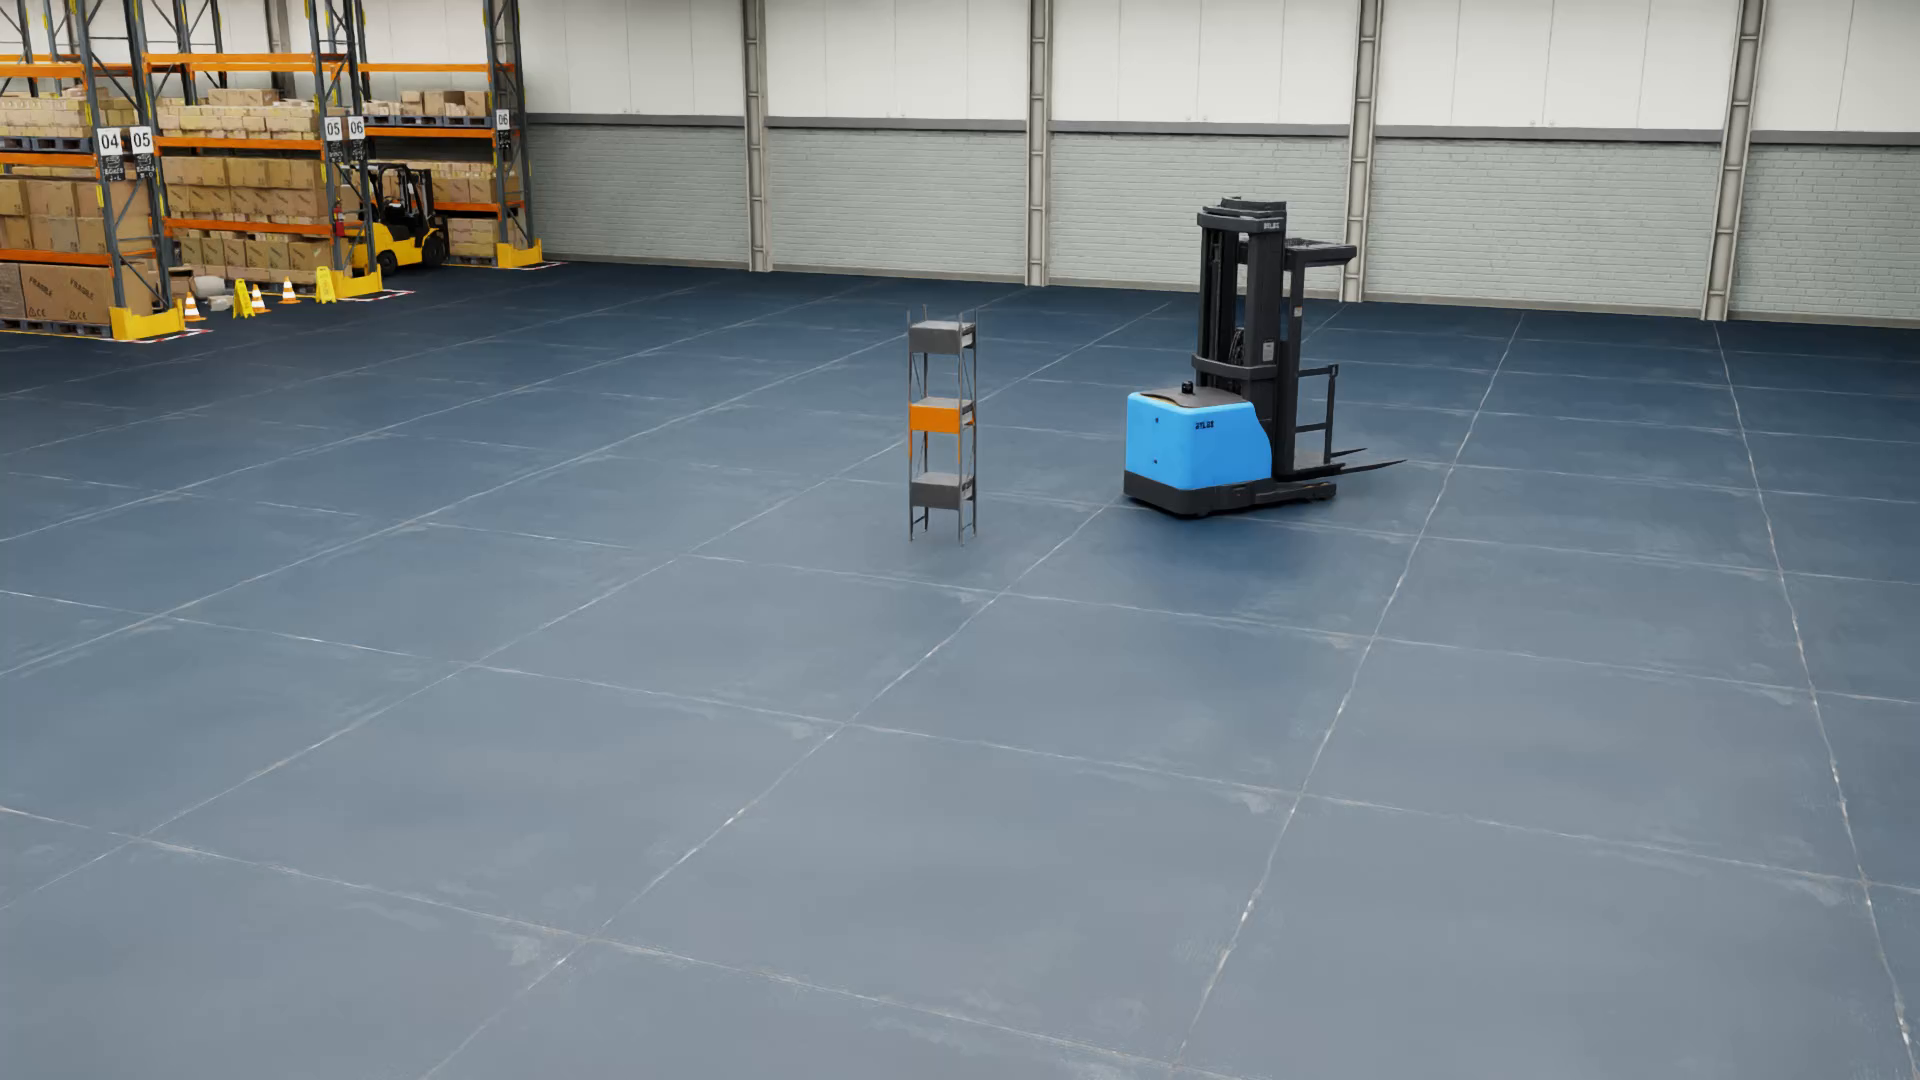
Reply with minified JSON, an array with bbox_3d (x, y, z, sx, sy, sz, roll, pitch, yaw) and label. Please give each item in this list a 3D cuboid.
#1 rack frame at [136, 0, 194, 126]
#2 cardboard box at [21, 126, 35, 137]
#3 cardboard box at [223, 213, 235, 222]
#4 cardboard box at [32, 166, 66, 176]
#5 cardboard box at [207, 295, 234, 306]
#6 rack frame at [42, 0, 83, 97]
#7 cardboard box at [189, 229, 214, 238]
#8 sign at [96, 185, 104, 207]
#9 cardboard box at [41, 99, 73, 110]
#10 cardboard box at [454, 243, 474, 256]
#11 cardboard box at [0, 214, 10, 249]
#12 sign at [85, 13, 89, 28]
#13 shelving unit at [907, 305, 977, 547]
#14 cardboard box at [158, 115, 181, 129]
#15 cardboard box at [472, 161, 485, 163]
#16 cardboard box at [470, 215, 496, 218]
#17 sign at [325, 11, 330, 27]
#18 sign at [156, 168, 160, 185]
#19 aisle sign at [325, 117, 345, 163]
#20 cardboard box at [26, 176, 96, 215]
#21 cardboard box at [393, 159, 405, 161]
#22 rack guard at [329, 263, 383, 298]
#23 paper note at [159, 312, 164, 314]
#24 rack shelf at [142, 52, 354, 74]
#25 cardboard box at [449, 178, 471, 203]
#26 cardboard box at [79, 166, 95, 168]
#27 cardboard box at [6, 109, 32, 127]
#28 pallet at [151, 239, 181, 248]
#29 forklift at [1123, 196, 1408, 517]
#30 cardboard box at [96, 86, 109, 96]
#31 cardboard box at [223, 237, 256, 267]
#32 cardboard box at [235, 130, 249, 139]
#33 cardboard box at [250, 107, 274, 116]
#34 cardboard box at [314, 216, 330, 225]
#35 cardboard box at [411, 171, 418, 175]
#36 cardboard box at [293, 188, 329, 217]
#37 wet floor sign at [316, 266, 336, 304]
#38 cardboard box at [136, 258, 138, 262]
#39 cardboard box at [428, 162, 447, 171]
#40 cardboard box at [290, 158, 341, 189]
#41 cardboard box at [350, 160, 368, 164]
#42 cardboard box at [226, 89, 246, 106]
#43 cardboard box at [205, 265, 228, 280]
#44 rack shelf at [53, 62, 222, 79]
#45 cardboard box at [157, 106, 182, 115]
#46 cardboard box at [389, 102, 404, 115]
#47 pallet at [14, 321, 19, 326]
[{"bbox_3d":[-14.897,-9.297,31.058,0.127,3.000,1.000,6,17,21],"label":"rack frame"},{"bbox_3d":[-14.279,-6.333,25.745,0.250,0.149,0.380,6,17,20],"label":"cardboard box"},{"bbox_3d":[-13.535,-6.047,31.073,0.250,0.149,0.380,6,17,21],"label":"cardboard box"},{"bbox_3d":[-17.797,-7.060,32.647,0.500,0.500,0.500,7,18,23],"label":"cardboard box"},{"bbox_3d":[-13.136,-4.248,29.539,0.380,0.149,0.250,-12,20,-37],"label":"cardboard box"},{"bbox_3d":[-20.521,-11.403,38.313,0.127,3.000,1.000,6,17,21],"label":"rack frame"},{"bbox_3d":[-14.353,-5.810,31.477,0.250,0.149,0.380,7,17,21],"label":"cardboard box"},{"bbox_3d":[-13.110,-5.243,25.353,0.005,0.325,0.100,6,17,21],"label":"sign"},{"bbox_3d":[-13.806,-6.664,25.455,0.250,0.149,0.380,7,17,22],"label":"cardboard box"},{"bbox_3d":[-10.370,-6.195,35.312,0.500,0.250,0.500,6,17,21],"label":"cardboard box"},{"bbox_3d":[-15.292,-5.023,26.827,0.550,0.550,0.875,6,17,21],"label":"cardboard box"},{"bbox_3d":[-20.323,-12.072,38.658,0.005,0.325,0.100,6,17,21],"label":"sign"},{"bbox_3d":[-0.154,-1.025,14.939,0.503,2.100,0.431,6,17,21],"label":"shelving unit"},{"bbox_3d":[-14.588,-7.811,31.056,0.500,0.250,0.500,6,17,19],"label":"cardboard box"},{"bbox_3d":[-10.299,-7.975,35.387,0.250,0.149,0.380,6,17,21],"label":"cardboard box"},{"bbox_3d":[-10.202,-6.804,35.617,0.500,0.250,0.500,6,17,21],"label":"cardboard box"},{"bbox_3d":[-13.267,-10.930,34.863,0.005,0.325,0.100,6,17,21],"label":"sign"},{"bbox_3d":[-15.097,-6.828,31.236,0.005,0.325,0.100,6,17,21],"label":"sign"},{"bbox_3d":[-11.225,-7.174,29.842,0.004,0.787,0.394,6,17,21],"label":"aisle sign"},{"bbox_3d":[-14.246,-5.476,26.451,0.550,0.550,0.875,6,17,21],"label":"cardboard box"},{"bbox_3d":[-12.202,-8.192,36.135,0.250,0.149,0.380,6,17,20],"label":"cardboard box"},{"bbox_3d":[-11.246,-4.814,30.860,0.348,0.500,1.175,6,17,21],"label":"rack guard"},{"bbox_3d":[-13.695,-3.883,28.496,0.142,0.017,0.144,14,21,40],"label":"paper note"},{"bbox_3d":[-13.036,-8.746,30.454,4.000,0.370,1.077,6,17,21],"label":"rack shelf"},{"bbox_3d":[-10.391,-7.380,35.037,0.500,0.500,0.500,7,18,22],"label":"cardboard box"},{"bbox_3d":[-17.138,-7.142,32.929,0.500,0.500,0.500,5,17,17],"label":"cardboard box"},{"bbox_3d":[-14.387,-6.554,25.793,0.500,0.250,0.500,6,17,20],"label":"cardboard box"},{"bbox_3d":[-18.612,-6.985,38.857,1.213,0.211,1.003,6,17,21],"label":"pallet"},{"bbox_3d":[3.165,-1.903,16.472,3.031,2.935,1.130,-9,18,-28],"label":"forklift"},{"bbox_3d":[-19.953,-10.402,38.484,0.258,0.266,0.396,6,17,21],"label":"cardboard box"},{"bbox_3d":[-13.463,-5.422,31.303,0.500,0.500,0.500,7,18,24],"label":"cardboard box"},{"bbox_3d":[-13.055,-7.436,30.479,0.250,0.149,0.380,6,17,20],"label":"cardboard box"},{"bbox_3d":[-12.744,-7.825,30.388,0.250,0.149,0.380,6,17,19],"label":"cardboard box"},{"bbox_3d":[-11.602,-5.869,30.461,0.250,0.149,0.380,7,18,22],"label":"cardboard box"},{"bbox_3d":[-11.448,-7.799,35.316,0.250,0.149,0.380,6,17,19],"label":"cardboard box"},{"bbox_3d":[-11.782,-6.182,30.375,0.500,0.500,0.500,6,17,20],"label":"cardboard box"},{"bbox_3d":[-11.392,-4.579,29.790,0.232,0.644,0.267,14,21,40],"label":"wet floor sign"},{"bbox_3d":[-16.056,-5.481,32.635,0.625,0.372,0.950,7,18,24],"label":"cardboard box"},{"bbox_3d":[-10.993,-7.884,35.073,0.250,0.149,0.380,7,17,22],"label":"cardboard box"},{"bbox_3d":[-11.731,-6.674,30.275,0.500,0.500,0.700,6,17,19],"label":"cardboard box"},{"bbox_3d":[-12.891,-8.097,35.807,0.250,0.149,0.380,7,17,22],"label":"cardboard box"},{"bbox_3d":[-15.709,-9.688,36.674,0.500,0.500,0.700,6,17,20],"label":"cardboard box"},{"bbox_3d":[-13.946,-5.115,31.592,0.500,0.250,0.500,7,18,24],"label":"cardboard box"},{"bbox_3d":[-18.661,-10.661,37.764,4.000,0.370,1.077,6,17,21],"label":"rack shelf"},{"bbox_3d":[-14.724,-8.002,30.997,0.250,0.149,0.380,6,17,20],"label":"cardboard box"},{"bbox_3d":[-11.810,-9.099,35.064,0.258,0.266,0.396,6,17,19],"label":"cardboard box"},{"bbox_3d":[-15.940,-3.685,27.487,1.213,0.211,1.003,6,17,21],"label":"pallet"}]
